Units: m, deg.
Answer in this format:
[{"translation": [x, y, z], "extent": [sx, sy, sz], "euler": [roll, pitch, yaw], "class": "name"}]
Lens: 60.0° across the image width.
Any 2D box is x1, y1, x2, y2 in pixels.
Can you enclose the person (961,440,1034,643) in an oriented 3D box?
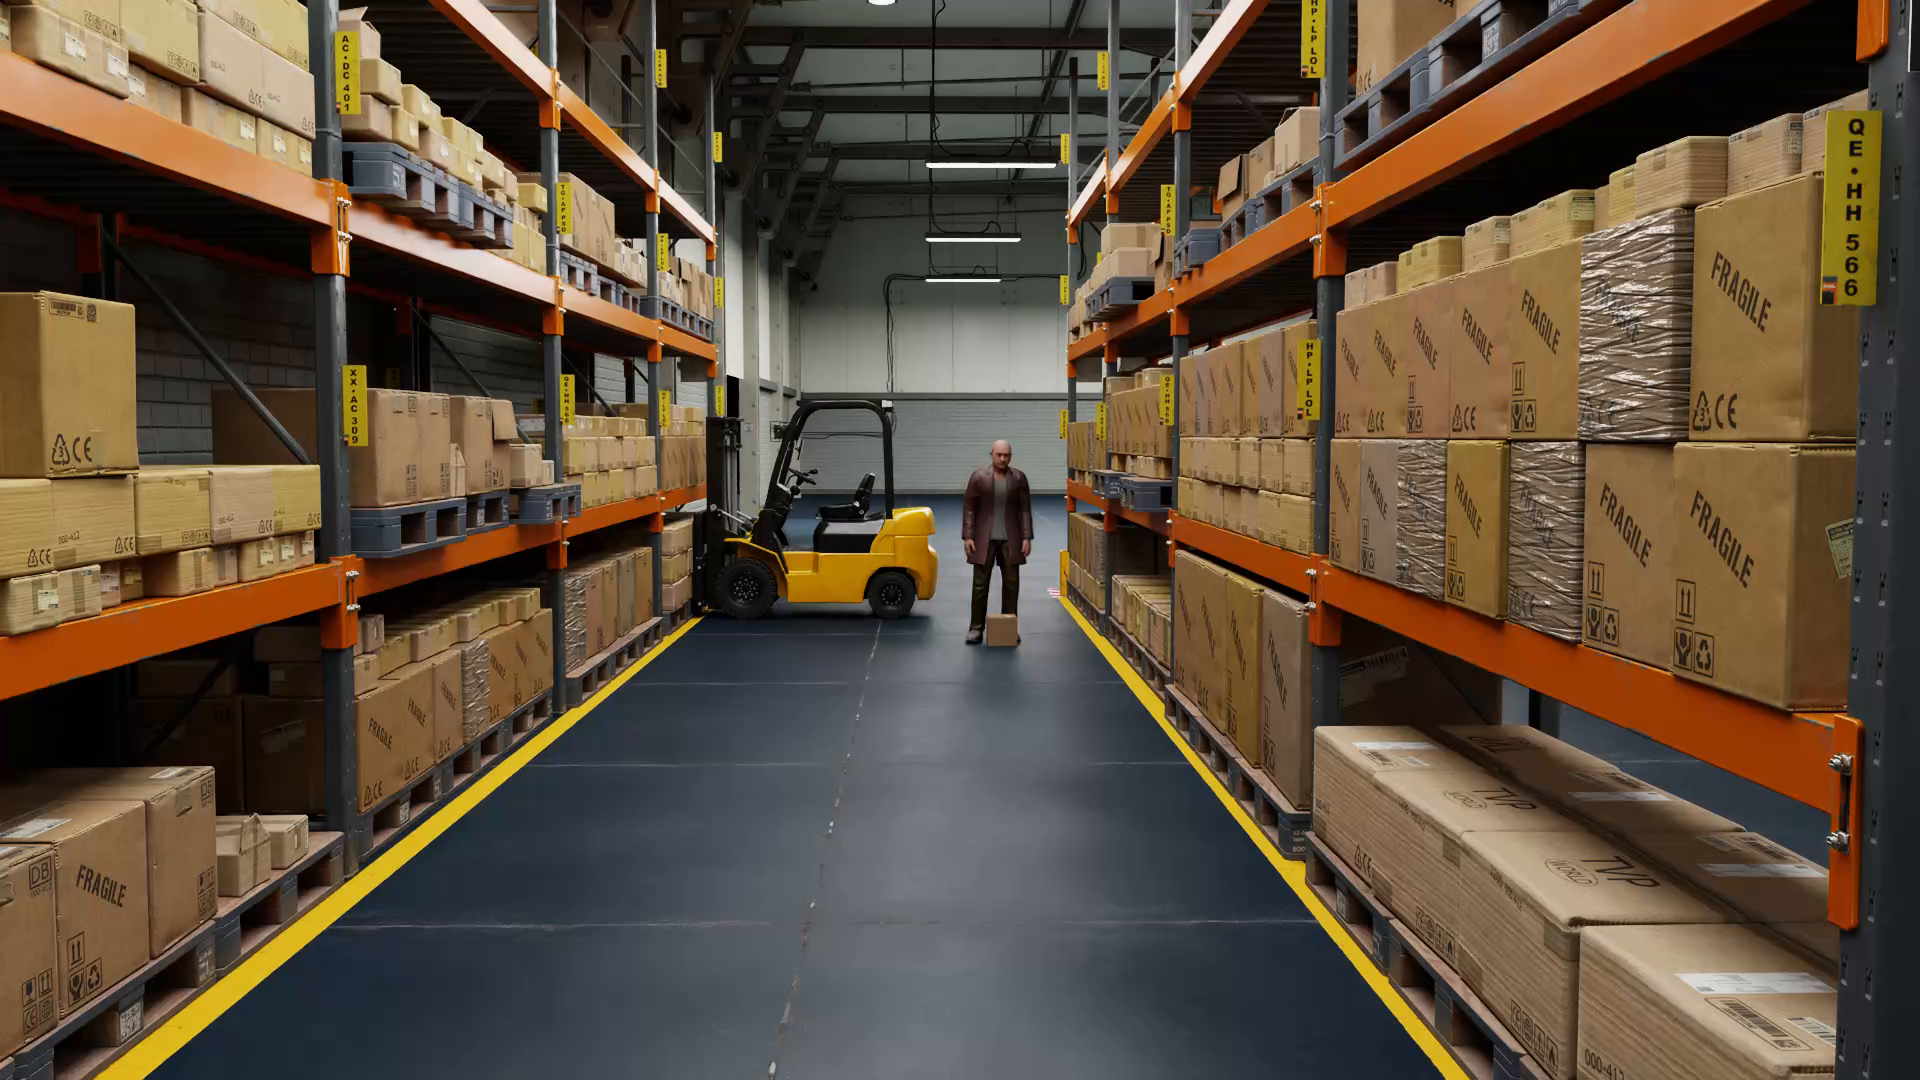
[{"translation": [0.333, 0.006, 14.604], "extent": [0.644, 1.772, 0.433], "euler": [0, 4, -6], "class": "person"}]
